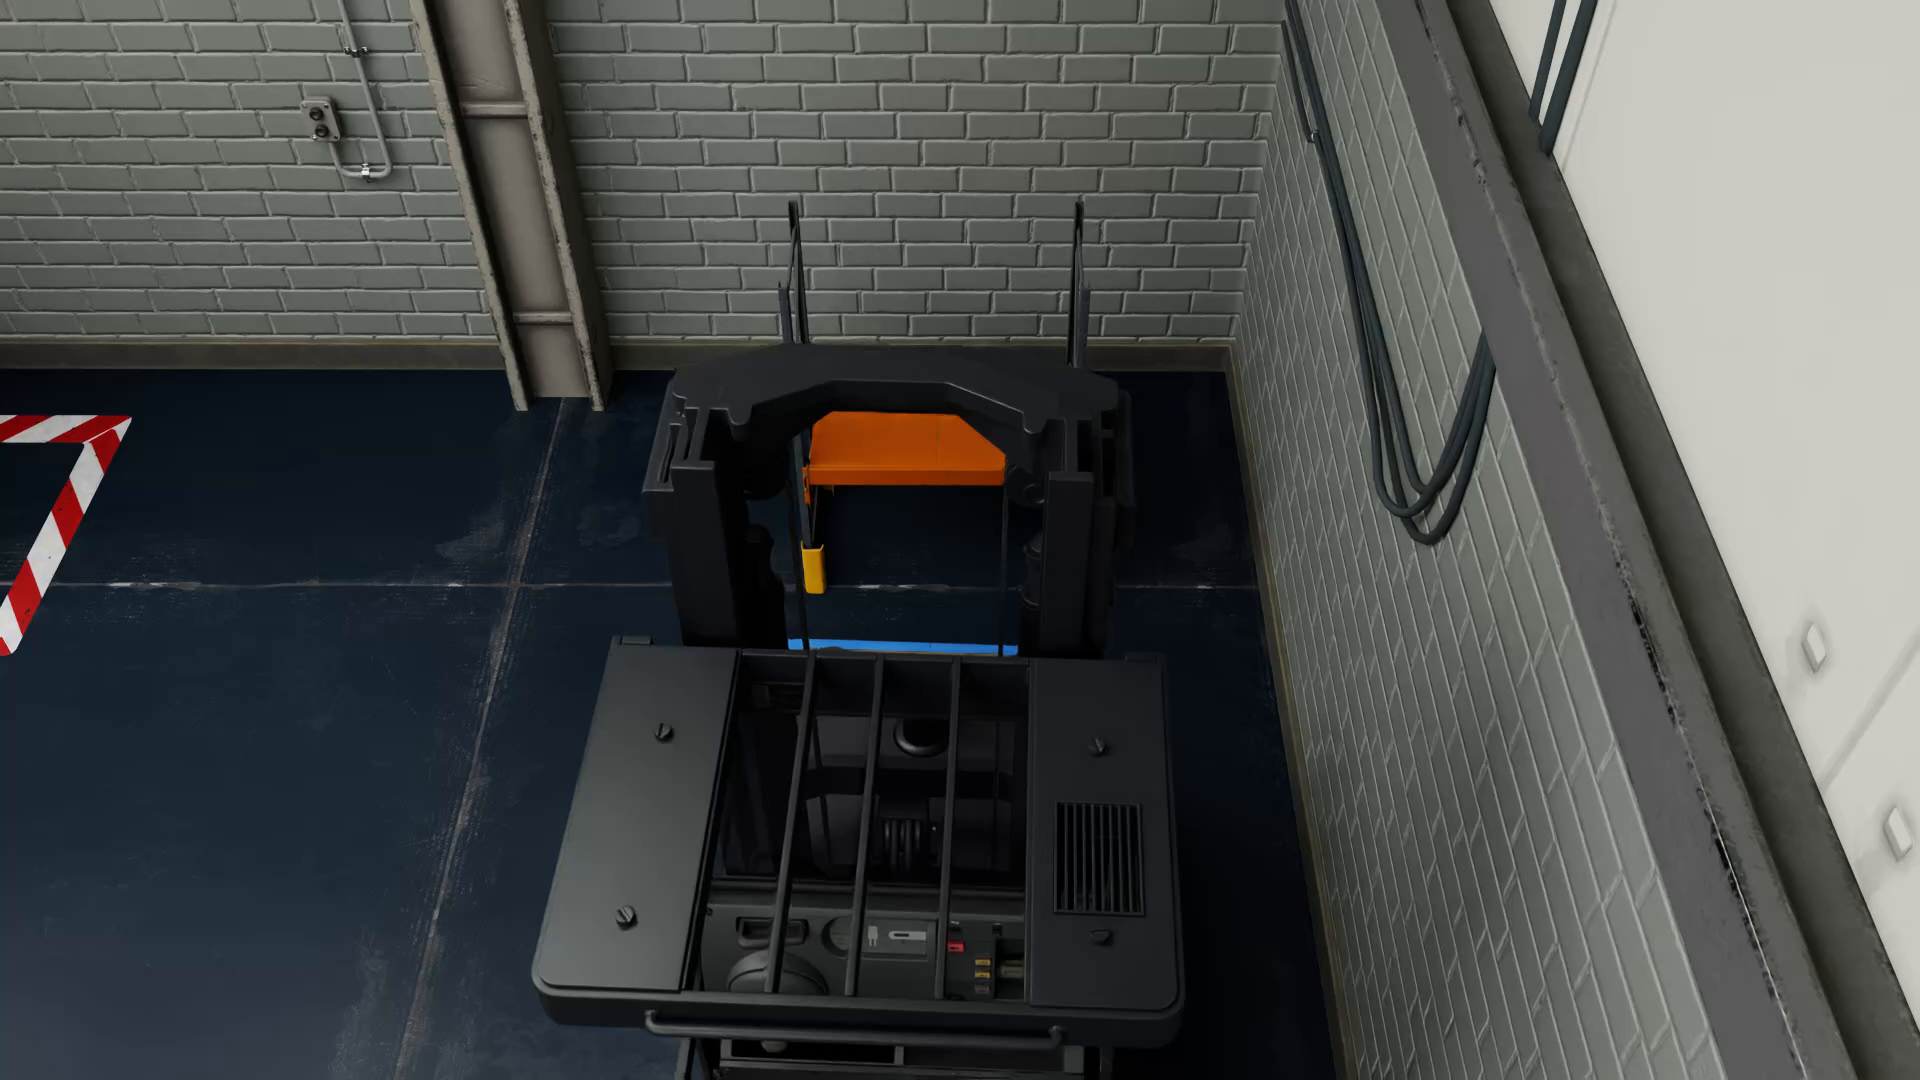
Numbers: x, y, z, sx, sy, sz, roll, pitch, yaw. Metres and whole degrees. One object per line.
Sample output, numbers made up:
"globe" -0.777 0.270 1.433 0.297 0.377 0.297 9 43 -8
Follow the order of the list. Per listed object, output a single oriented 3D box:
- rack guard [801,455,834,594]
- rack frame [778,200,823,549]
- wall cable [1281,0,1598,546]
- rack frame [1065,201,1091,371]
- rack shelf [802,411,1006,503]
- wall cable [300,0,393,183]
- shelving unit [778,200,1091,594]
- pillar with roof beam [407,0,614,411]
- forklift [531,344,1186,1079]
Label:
"rack guard" -0.574 -0.087 6.741 0.087 0.250 0.587 0 47 0
"rack frame" -0.594 -0.513 6.283 0.032 1.500 0.500 0 47 0
"wall cable" 1.182 -1.791 4.472 0.112 2.526 3.097 0 47 0
"rack frame" 0.423 -0.510 6.281 0.032 1.500 0.500 0 47 0
"rack shelf" -0.085 -0.389 6.414 1.000 0.185 0.538 0 47 0
"wall cable" -3.189 -2.117 6.058 1.851 1.984 0.084 0 47 0
"shelving unit" -0.076 -0.511 6.282 1.083 1.500 0.587 0 47 0
"pillar with roof beam" -1.785 -0.601 1.242 0.400 9.000 9.100 0 47 0
"forklift" -0.153 1.125 3.781 1.130 2.935 3.031 2 47 2
